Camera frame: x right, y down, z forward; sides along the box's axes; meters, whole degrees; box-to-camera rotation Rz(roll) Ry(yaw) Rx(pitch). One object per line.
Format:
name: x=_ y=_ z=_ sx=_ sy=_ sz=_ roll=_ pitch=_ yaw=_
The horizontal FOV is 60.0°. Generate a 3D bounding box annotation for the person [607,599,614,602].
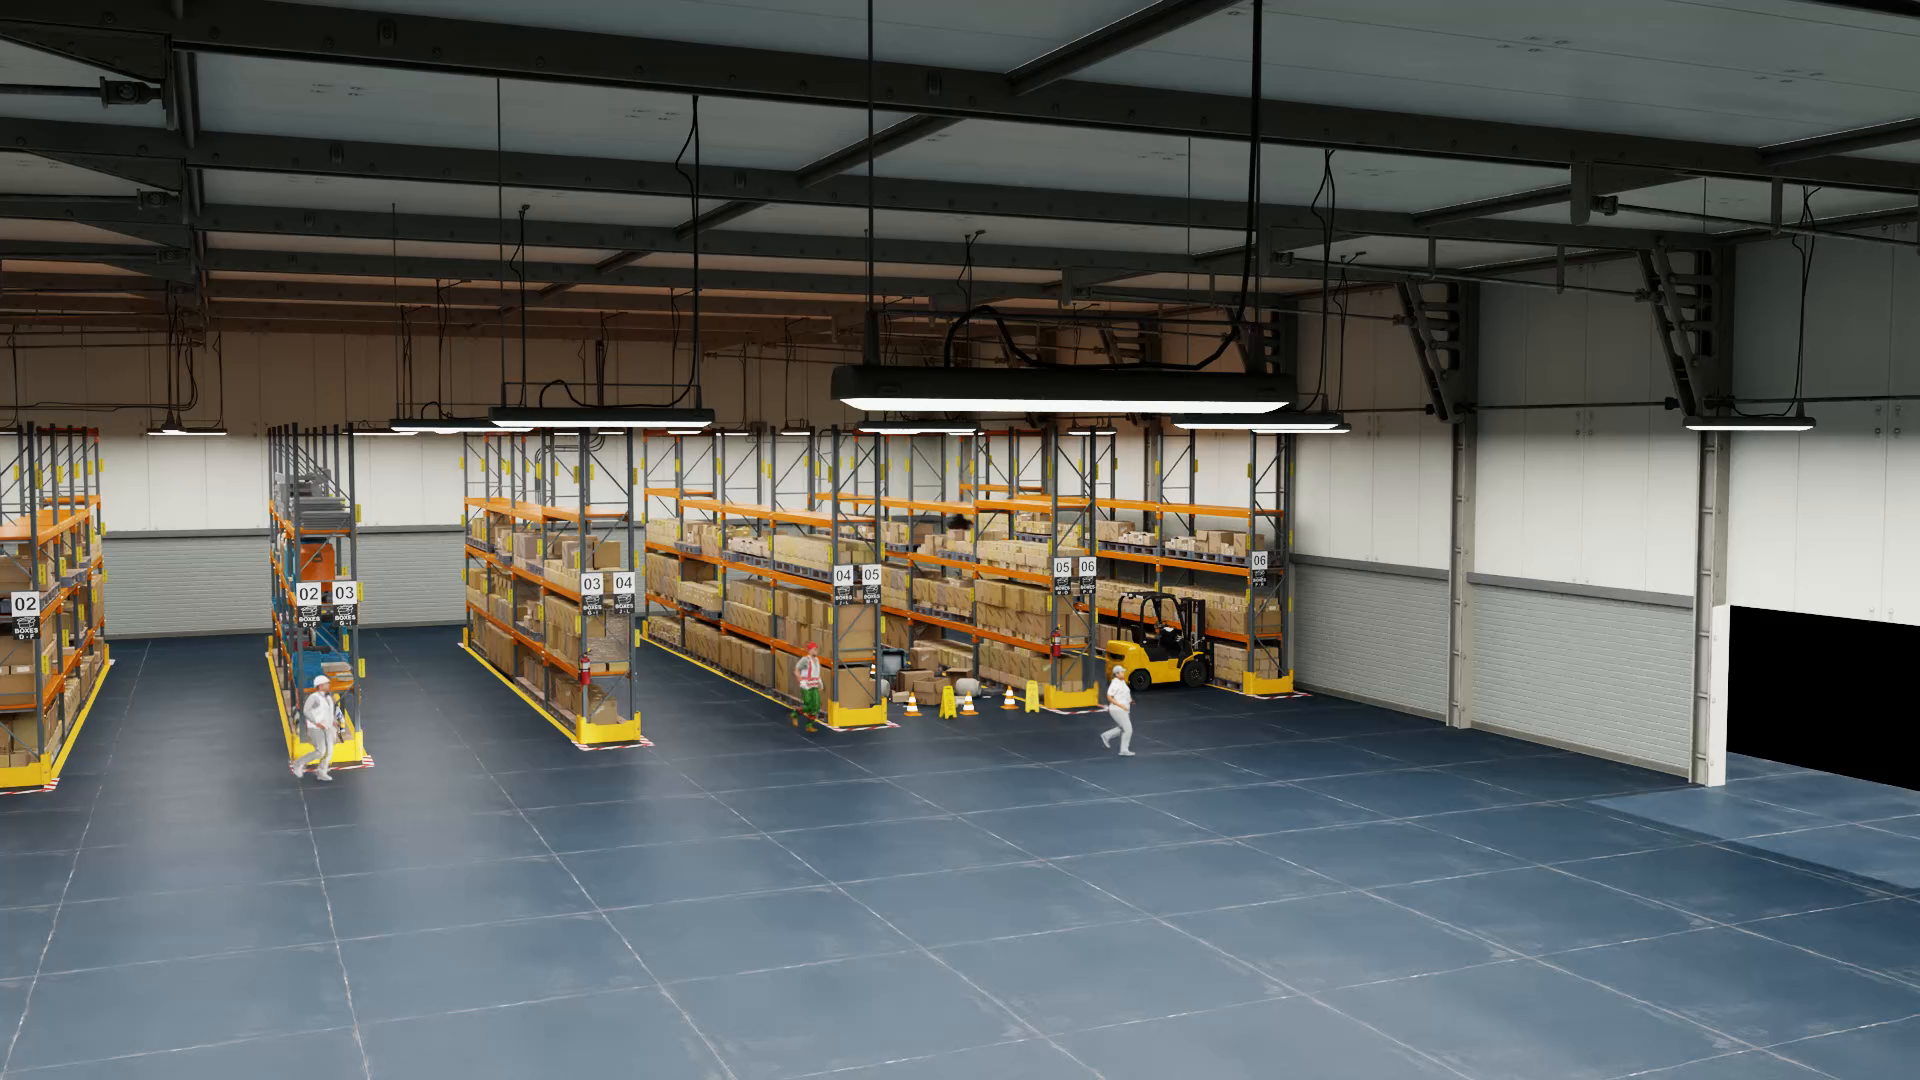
person: x=-9.669 y=2.114 z=45.998 sx=0.555 sy=1.634 sz=0.527 roll=-1 pitch=4 yaw=-14

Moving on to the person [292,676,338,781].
person: x=-10.789 y=3.150 z=27.997 sx=0.681 sy=1.727 sz=0.725 roll=1 pitch=4 yaw=10

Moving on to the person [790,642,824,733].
person: x=-2.986 y=2.869 z=32.527 sx=0.601 sy=1.756 sz=0.710 roll=2 pitch=4 yaw=34

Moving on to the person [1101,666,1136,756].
person: x=2.846 y=3.075 z=30.052 sx=0.688 sy=1.620 sz=0.613 roll=1 pitch=4 yaw=20
